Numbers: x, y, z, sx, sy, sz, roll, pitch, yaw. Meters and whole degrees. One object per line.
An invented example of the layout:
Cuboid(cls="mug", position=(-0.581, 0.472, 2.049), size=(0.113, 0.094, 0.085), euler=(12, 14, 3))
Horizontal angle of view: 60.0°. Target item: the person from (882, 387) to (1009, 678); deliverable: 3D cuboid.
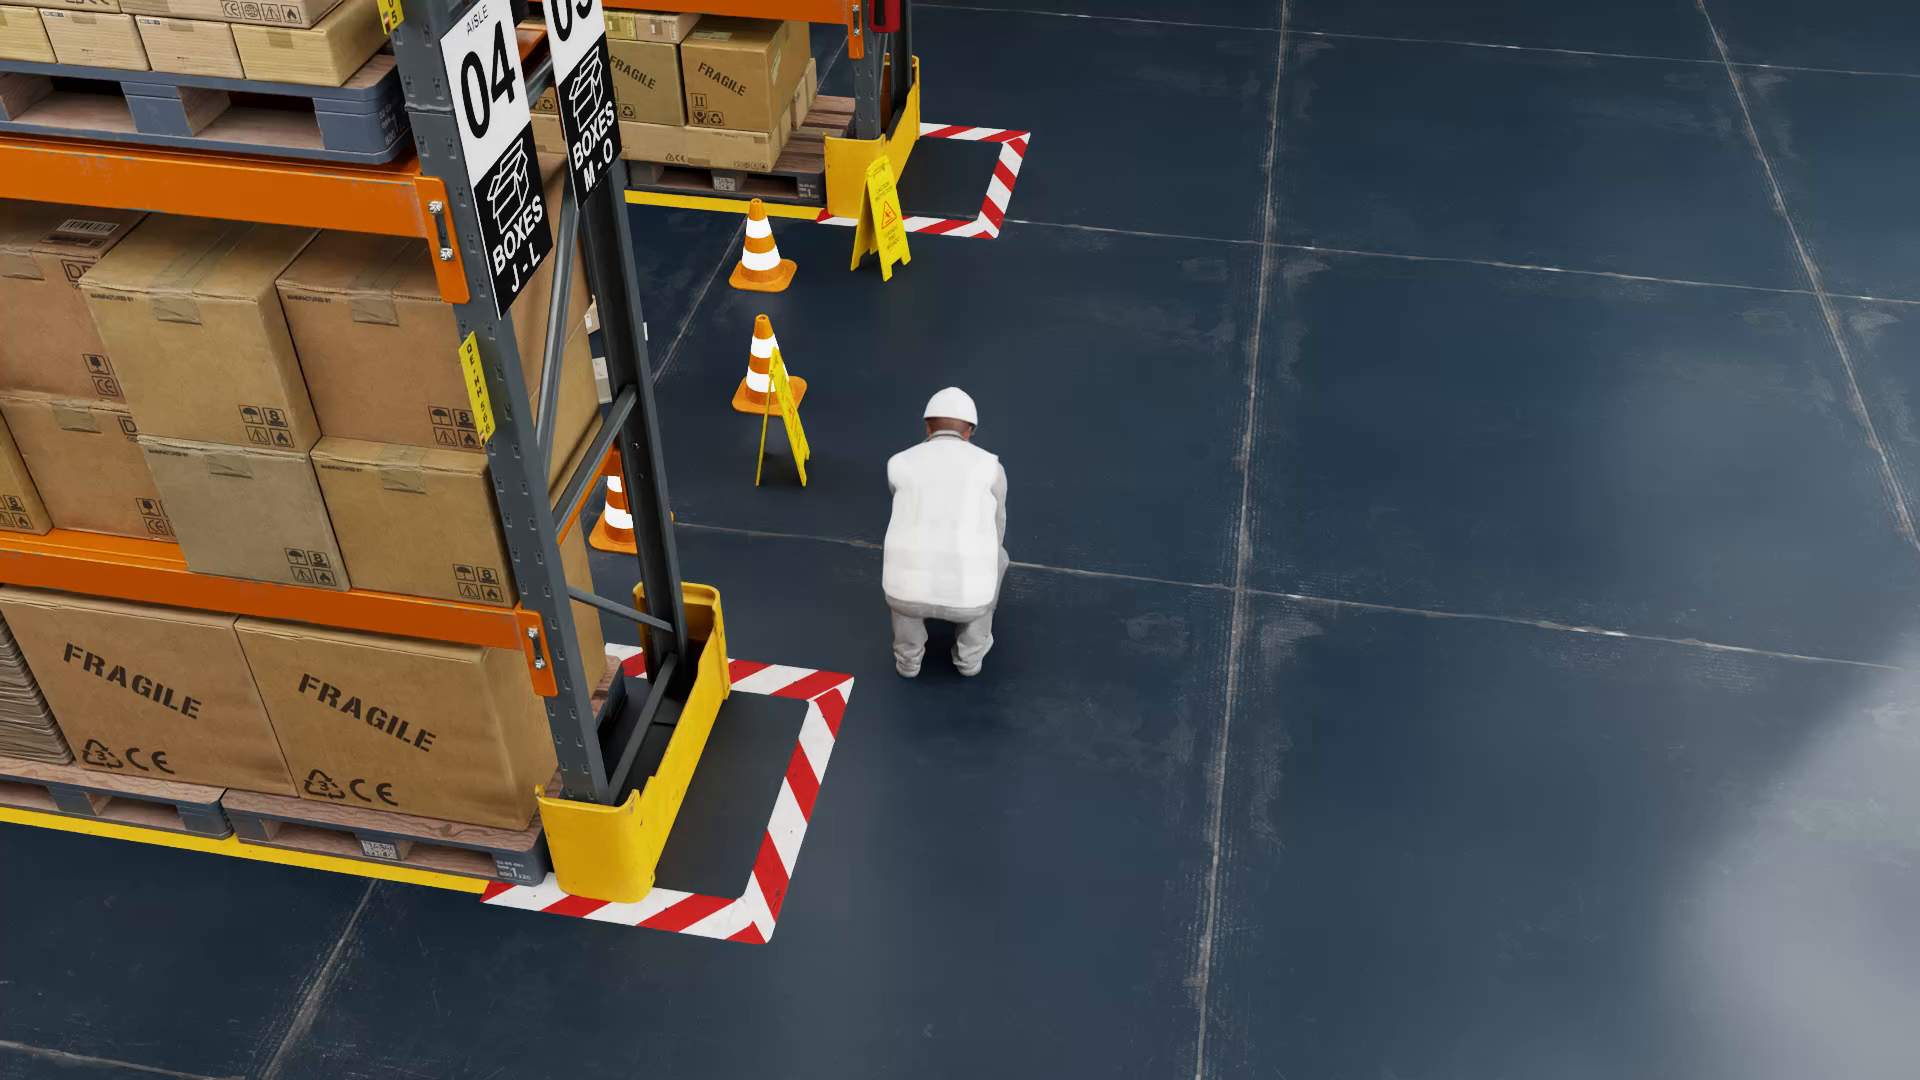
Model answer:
Cuboid(cls="person", position=(-0.057, 0.018, 6.722), size=(0.500, 0.997, 0.934), euler=(5, 41, 6))
